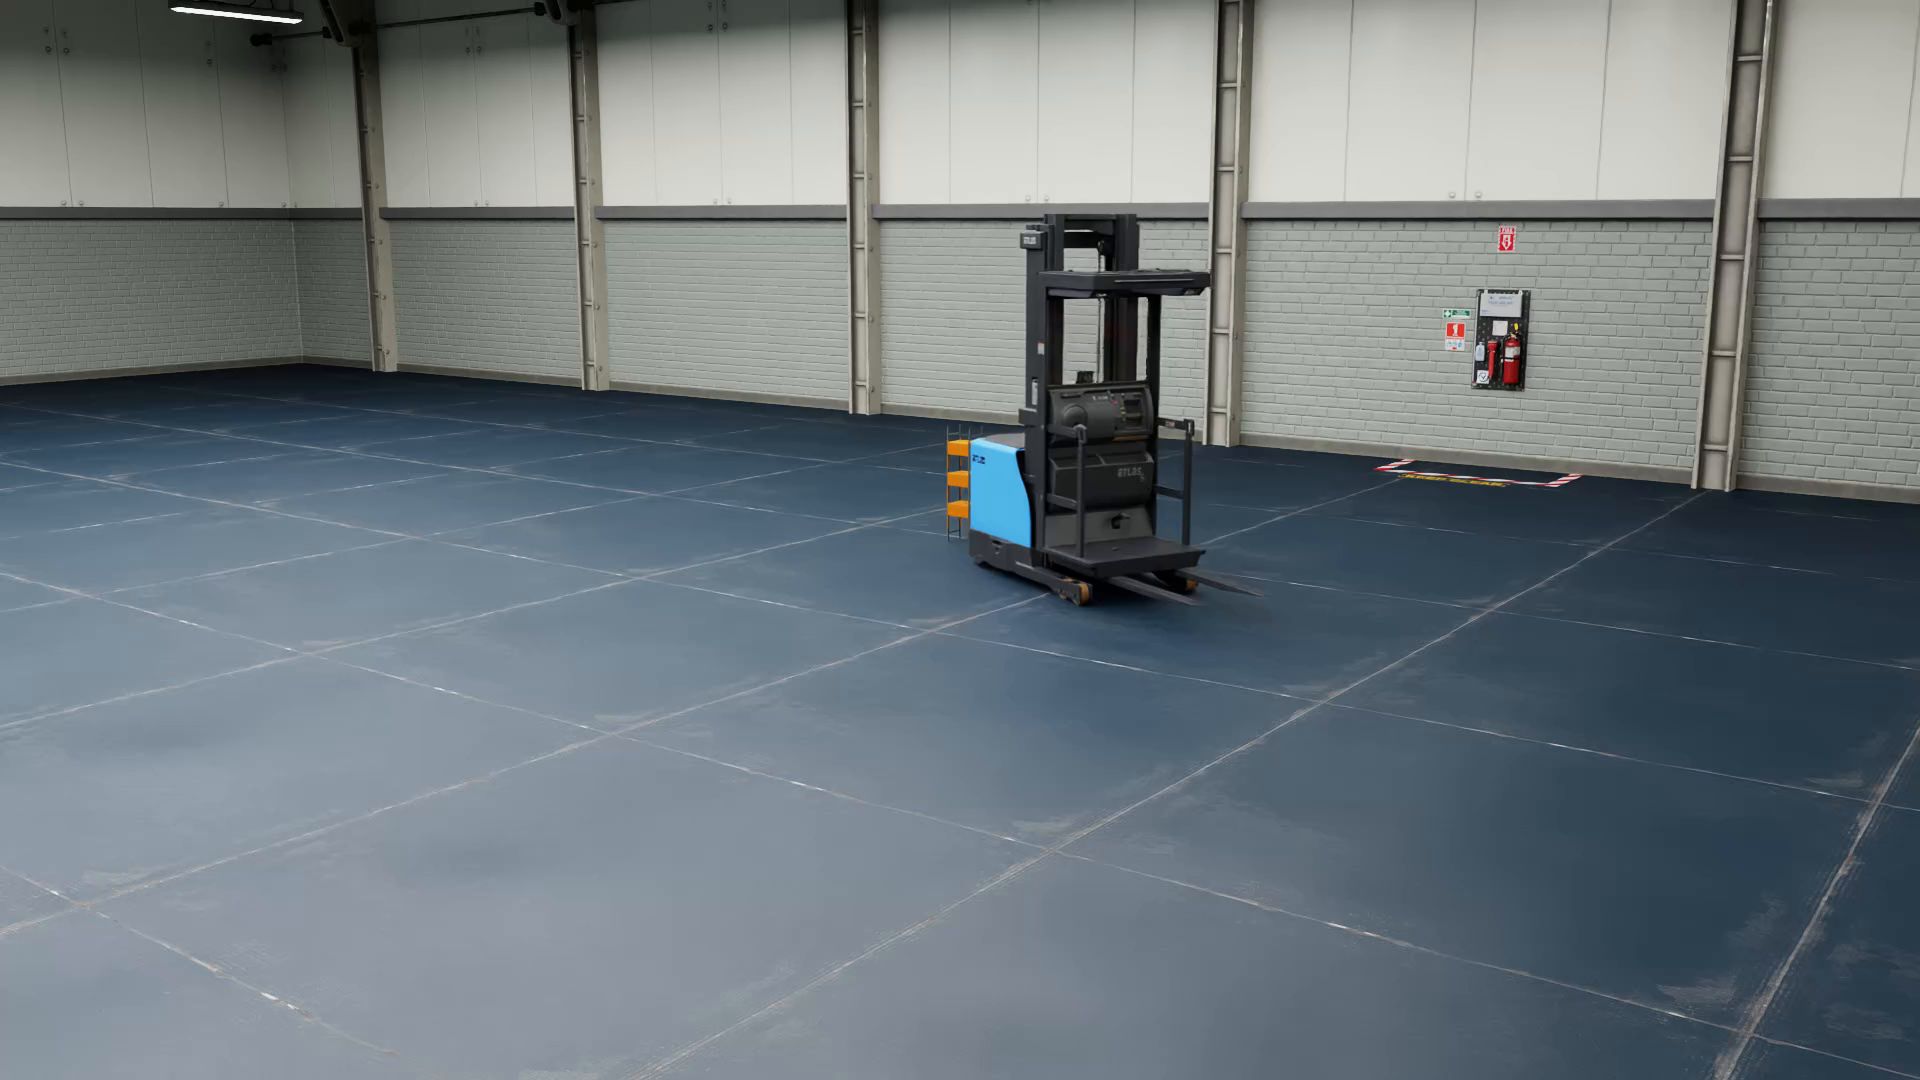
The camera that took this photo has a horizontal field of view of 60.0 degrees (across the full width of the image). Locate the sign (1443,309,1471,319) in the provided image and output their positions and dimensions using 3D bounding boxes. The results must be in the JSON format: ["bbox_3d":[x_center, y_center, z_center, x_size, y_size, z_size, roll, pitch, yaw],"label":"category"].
[{"bbox_3d":[5.887,-2.679,19.712,0.331,0.109,0.001,8,13,36],"label":"sign"}]

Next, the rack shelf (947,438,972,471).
[{"bbox_3d":[0.043,-0.778,15.067,0.240,0.259,0.215,8,13,36],"label":"rack shelf"}]

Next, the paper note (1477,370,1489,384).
[{"bbox_3d":[6.171,-1.923,19.614,0.142,0.148,0.016,8,13,36],"label":"paper note"}]

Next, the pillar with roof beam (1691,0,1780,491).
[{"bbox_3d":[5.694,-4.328,13.930,0.400,9.000,9.100,8,13,36],"label":"pillar with roof beam"}]

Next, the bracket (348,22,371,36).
[{"bbox_3d":[-10.977,-9.352,30.420,0.430,0.232,0.235,8,13,36],"label":"bracket"}]

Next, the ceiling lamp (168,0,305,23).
[{"bbox_3d":[-10.923,-9.357,24.559,0.800,3.185,2.000,8,13,36],"label":"ceiling lamp"}]

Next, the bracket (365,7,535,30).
[{"bbox_3d":[-8.901,-9.062,28.923,4.783,0.066,0.076,8,13,36],"label":"bracket"}]

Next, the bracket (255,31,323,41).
[{"bbox_3d":[-13.080,-9.645,31.936,3.189,0.066,0.076,8,13,36],"label":"bracket"}]

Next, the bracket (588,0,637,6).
[{"bbox_3d":[-4.065,-8.387,25.436,4.783,0.066,0.076,8,13,36],"label":"bracket"}]

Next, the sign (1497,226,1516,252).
[{"bbox_3d":[6.326,-3.480,19.236,0.199,0.298,0.001,8,13,36],"label":"sign"}]

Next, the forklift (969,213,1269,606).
[{"bbox_3d":[1.222,-1.044,12.928,1.130,2.935,3.031,-6,12,-28],"label":"forklift"}]

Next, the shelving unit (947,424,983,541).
[{"bbox_3d":[0.043,-0.509,15.119,0.252,1.050,0.215,8,13,36],"label":"shelving unit"}]

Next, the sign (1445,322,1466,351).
[{"bbox_3d":[5.889,-2.421,19.772,0.234,0.329,0.001,8,13,36],"label":"sign"}]

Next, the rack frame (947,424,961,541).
[{"bbox_3d":[-0.055,-0.523,15.190,0.008,1.050,0.200,8,13,36],"label":"rack frame"}]

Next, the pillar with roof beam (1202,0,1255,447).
[{"bbox_3d":[0.858,-5.003,17.417,0.400,9.000,9.100,8,13,36],"label":"pillar with roof beam"}]

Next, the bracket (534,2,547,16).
[{"bbox_3d":[-6.810,-8.770,27.416,0.430,0.232,0.235,8,13,36],"label":"bracket"}]

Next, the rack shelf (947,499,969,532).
[{"bbox_3d":[0.043,-0.226,15.174,0.240,0.259,0.215,8,13,36],"label":"rack shelf"}]

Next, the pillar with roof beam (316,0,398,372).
[{"bbox_3d":[-13.650,-7.026,27.877,0.548,9.000,9.100,8,13,36],"label":"pillar with roof beam"}]

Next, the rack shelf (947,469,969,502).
[{"bbox_3d":[0.043,-0.499,15.121,0.240,0.259,0.215,8,13,36],"label":"rack shelf"}]

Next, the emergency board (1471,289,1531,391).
[{"bbox_3d":[6.273,-2.325,19.373,0.643,1.169,0.194,8,13,36],"label":"emergency board"}]

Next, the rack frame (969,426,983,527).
[{"bbox_3d":[0.141,-0.496,15.048,0.008,1.050,0.200,8,13,36],"label":"rack frame"}]

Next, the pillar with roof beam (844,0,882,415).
[{"bbox_3d":[-3.978,-5.677,20.904,0.400,9.000,9.100,8,13,36],"label":"pillar with roof beam"}]

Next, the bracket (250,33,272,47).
[{"bbox_3d":[-13.557,-9.711,32.280,0.430,0.232,0.235,8,13,36],"label":"bracket"}]

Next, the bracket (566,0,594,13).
[{"bbox_3d":[-6.141,-8.677,26.933,0.430,0.232,0.235,8,13,36],"label":"bracket"}]

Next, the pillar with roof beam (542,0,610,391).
[{"bbox_3d":[-8.814,-6.352,24.391,0.548,9.000,9.100,8,13,36],"label":"pillar with roof beam"}]

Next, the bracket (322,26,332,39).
[{"bbox_3d":[-11.646,-9.445,30.902,0.430,0.232,0.235,8,13,36],"label":"bracket"}]
